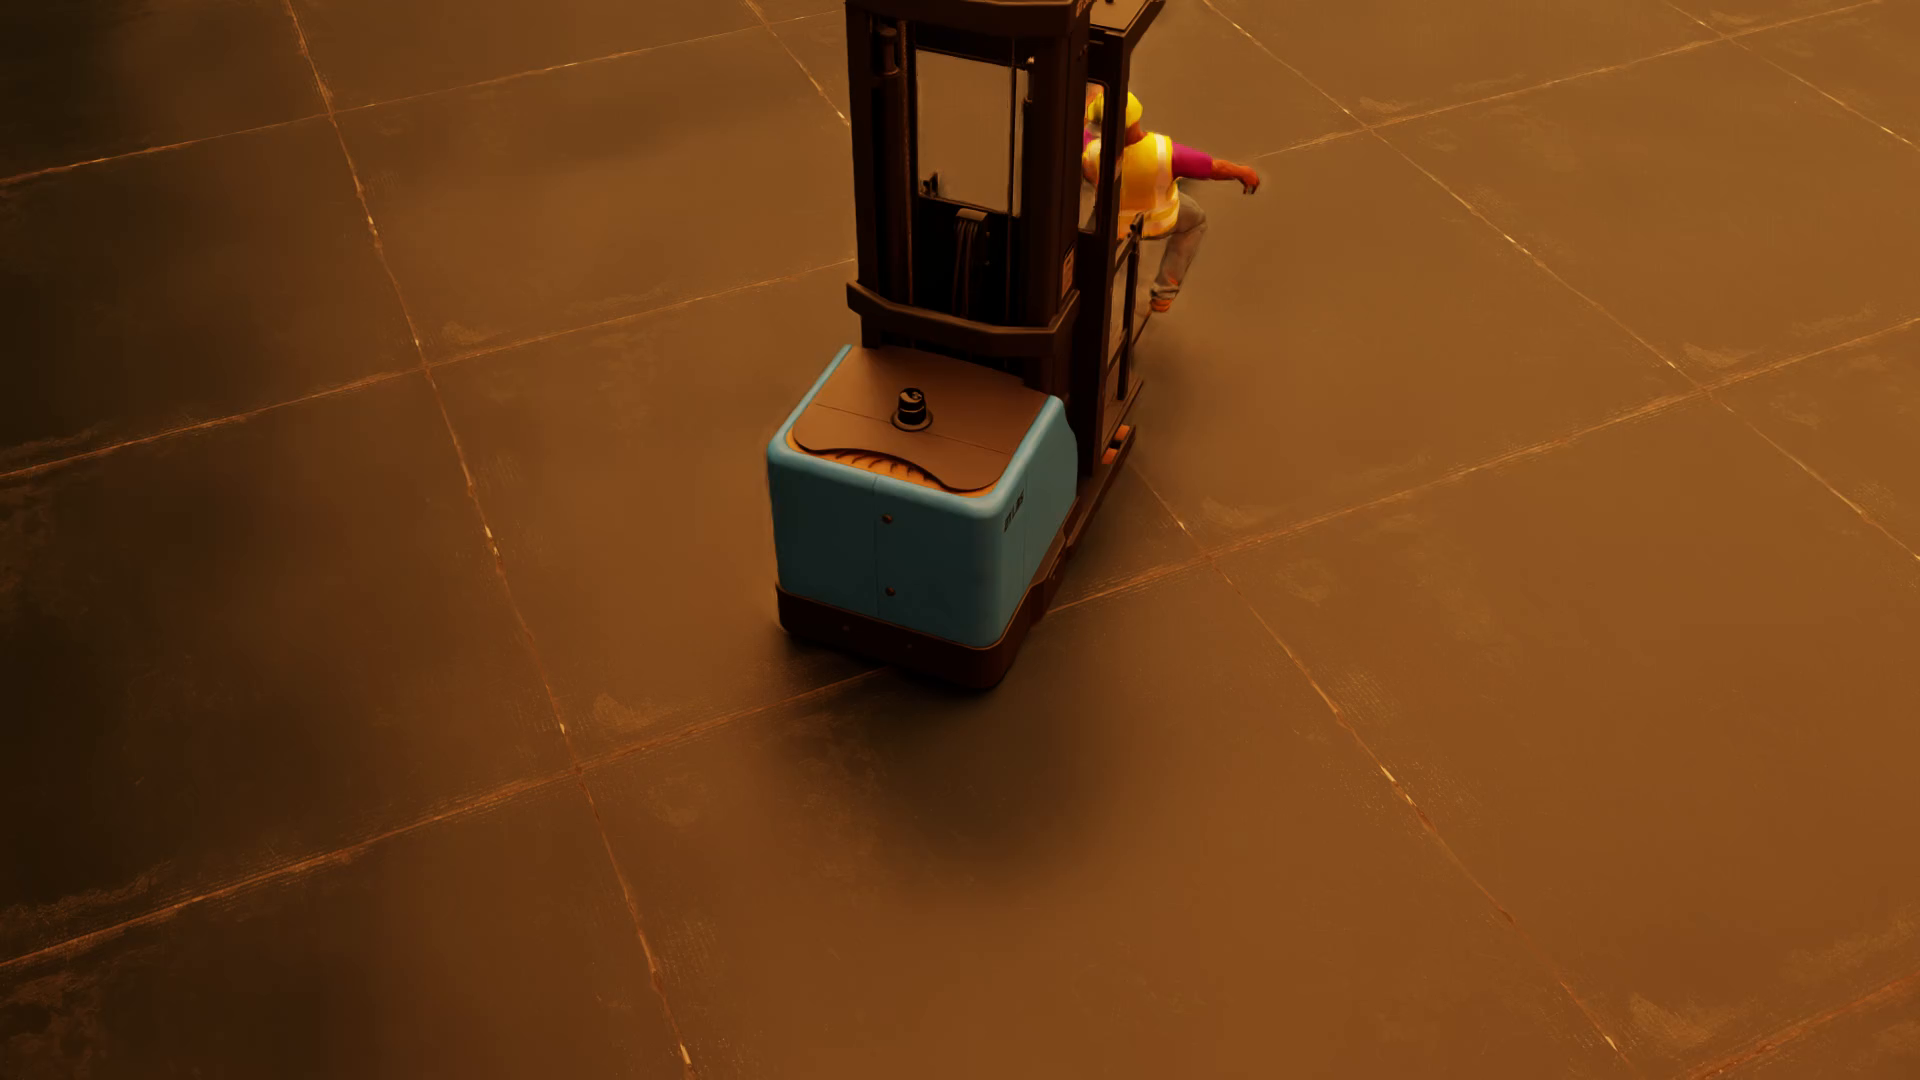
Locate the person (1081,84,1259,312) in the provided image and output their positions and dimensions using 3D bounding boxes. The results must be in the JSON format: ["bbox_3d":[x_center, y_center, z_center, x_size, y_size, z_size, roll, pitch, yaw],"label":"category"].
[{"bbox_3d":[1.006,-1.684,8.441,1.016,1.605,0.901,-1,43,-1],"label":"person"}]

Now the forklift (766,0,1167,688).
[{"bbox_3d":[0.226,-1.459,7.243,1.130,2.935,3.031,16,45,16],"label":"forklift"}]
